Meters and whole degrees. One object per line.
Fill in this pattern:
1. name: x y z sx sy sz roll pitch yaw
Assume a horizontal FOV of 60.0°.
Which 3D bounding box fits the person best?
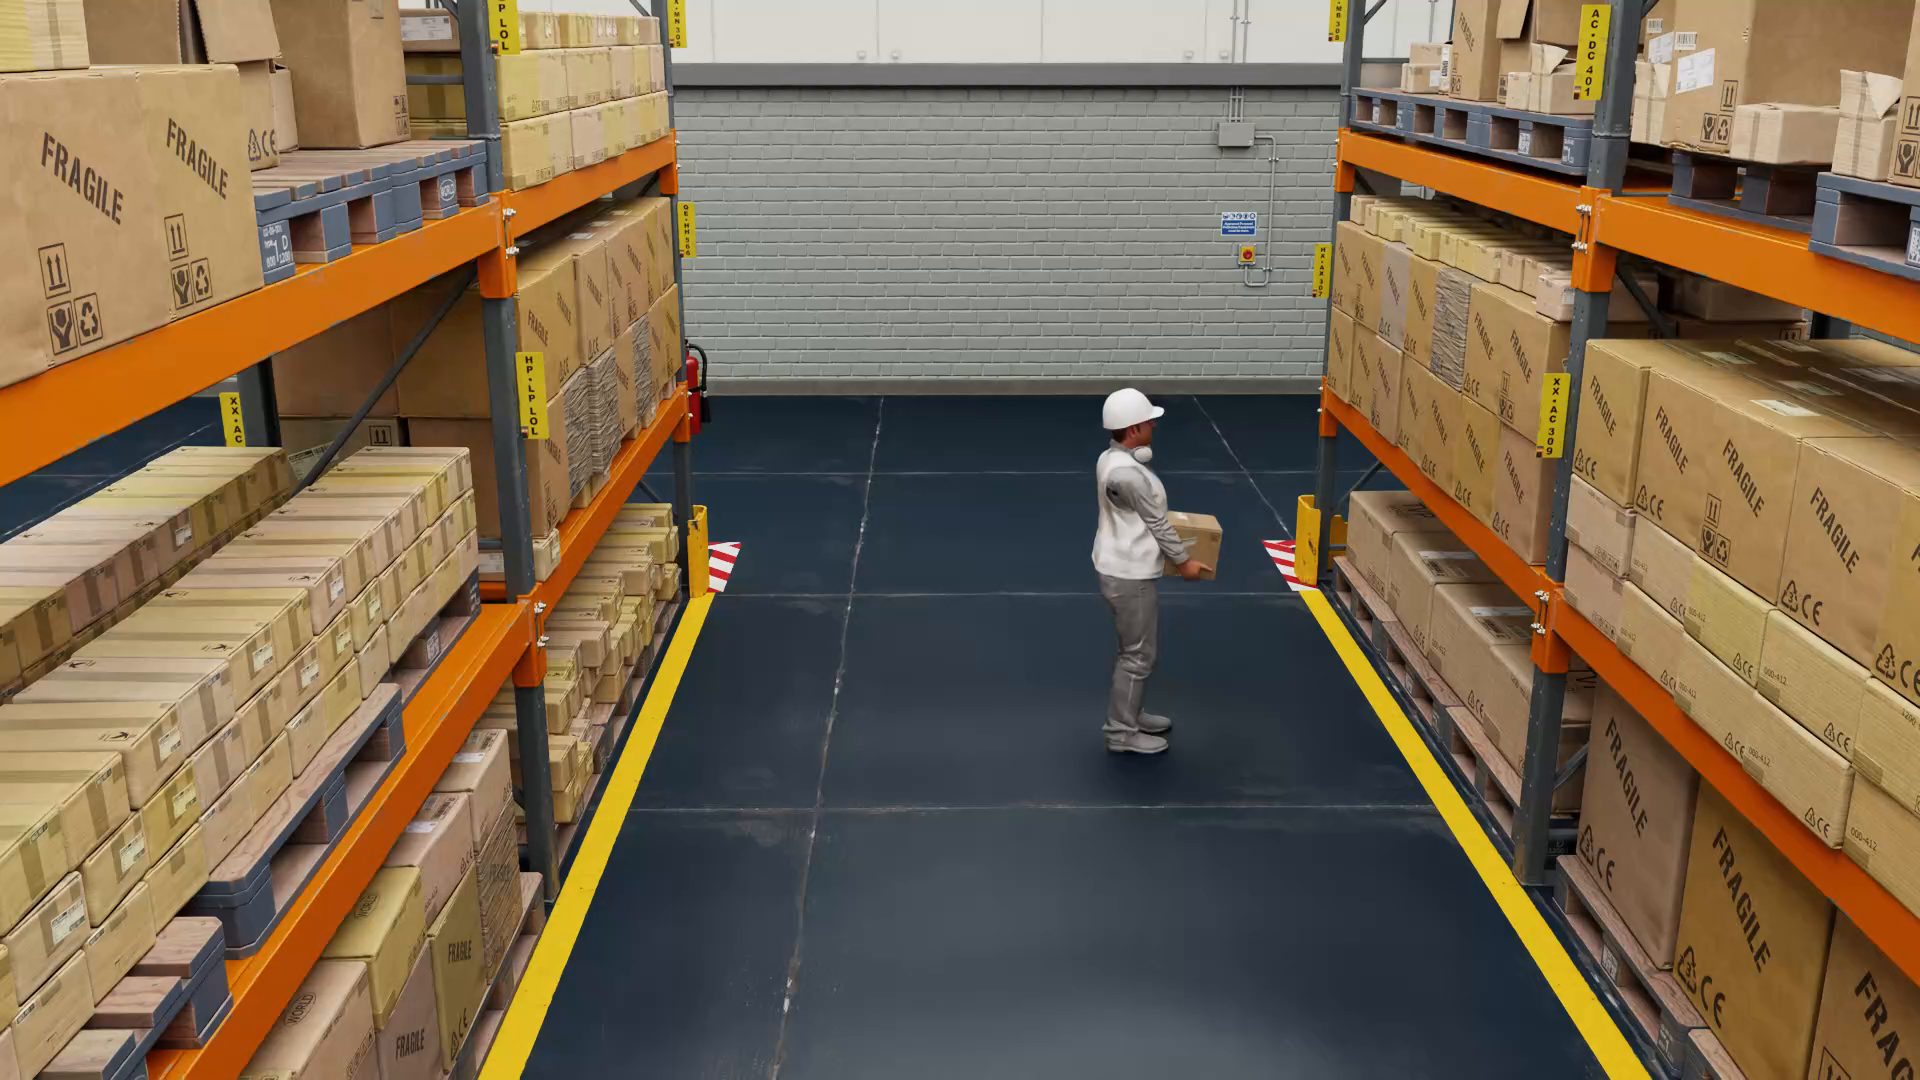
1. person: 0.920 0.140 8.051 0.554 1.770 0.495 0 17 0
